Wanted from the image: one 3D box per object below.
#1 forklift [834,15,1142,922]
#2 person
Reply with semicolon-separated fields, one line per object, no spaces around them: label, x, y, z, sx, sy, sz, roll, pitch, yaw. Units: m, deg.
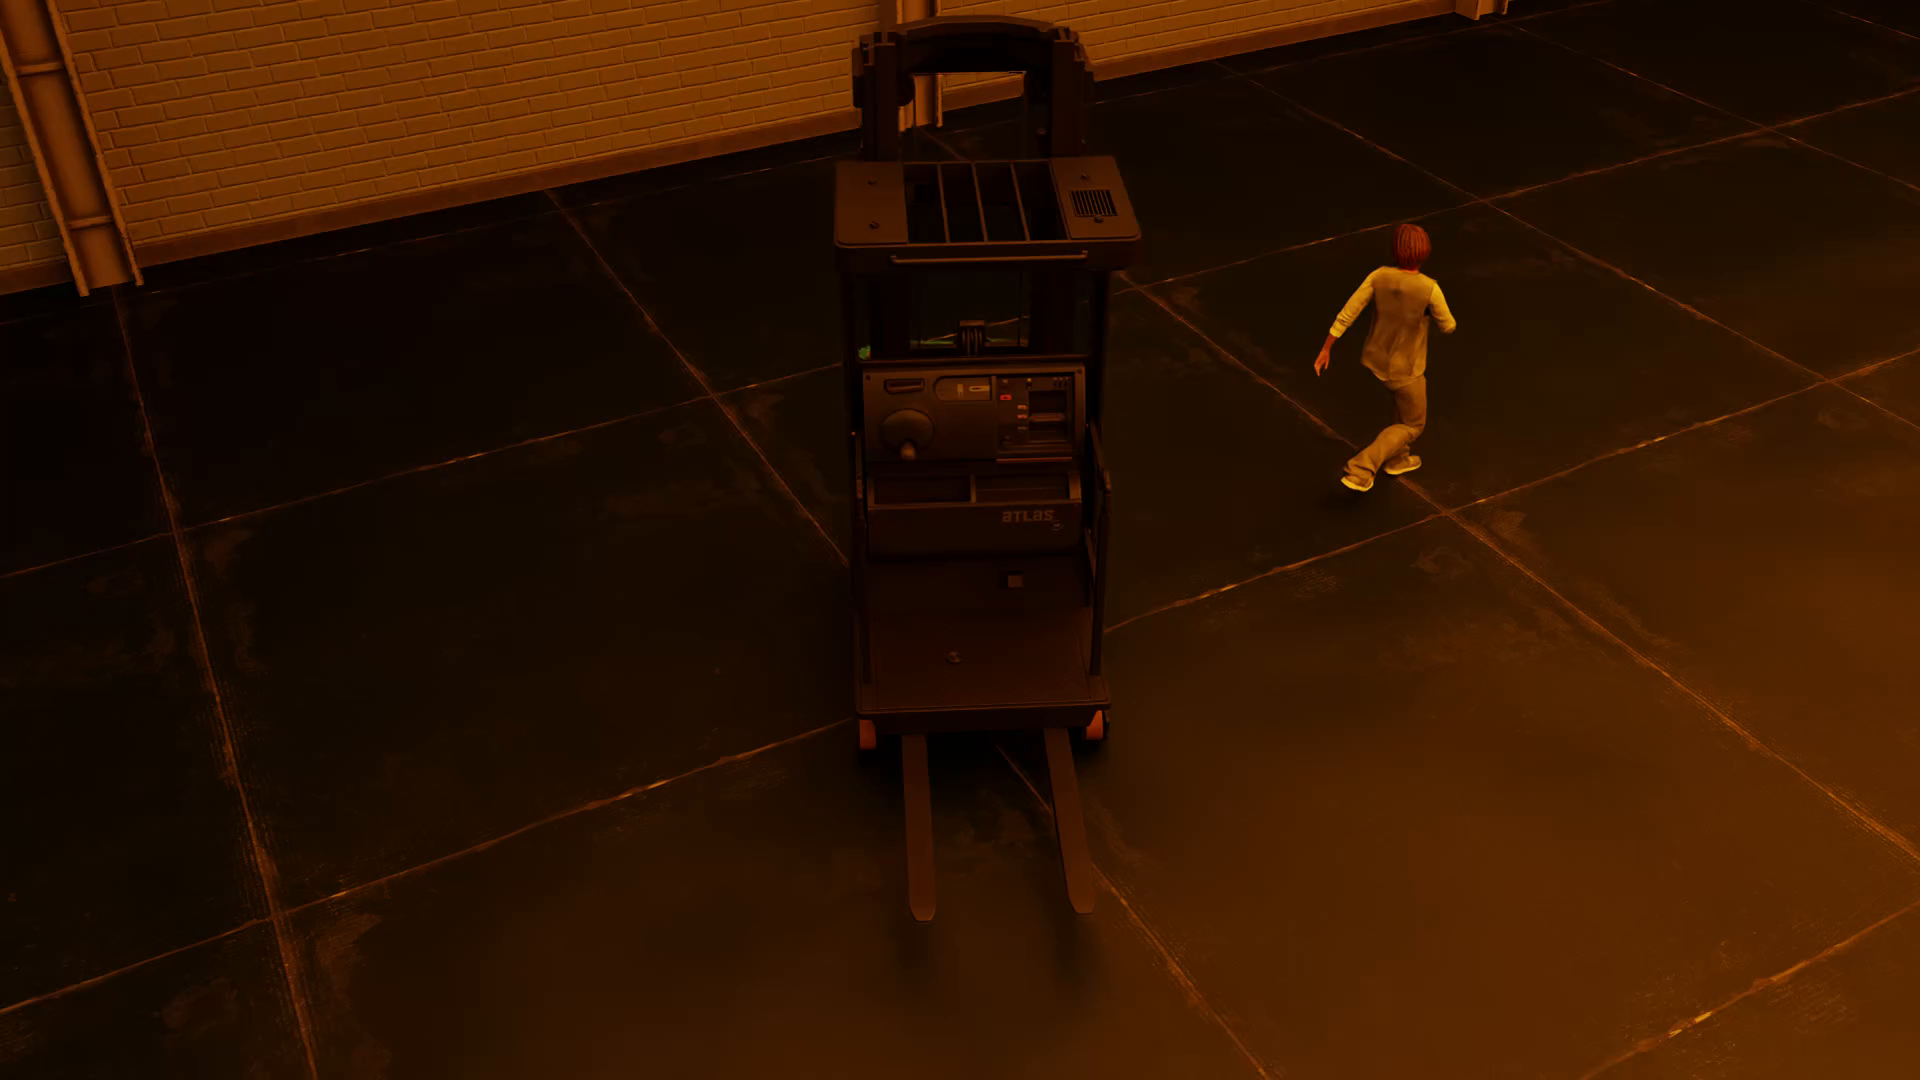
forklift;0.076;-0.466;6.782;1.130;2.935;3.031;-2;35;-3
person;2.261;-0.940;8.696;0.720;1.524;0.465;-21;40;-26
